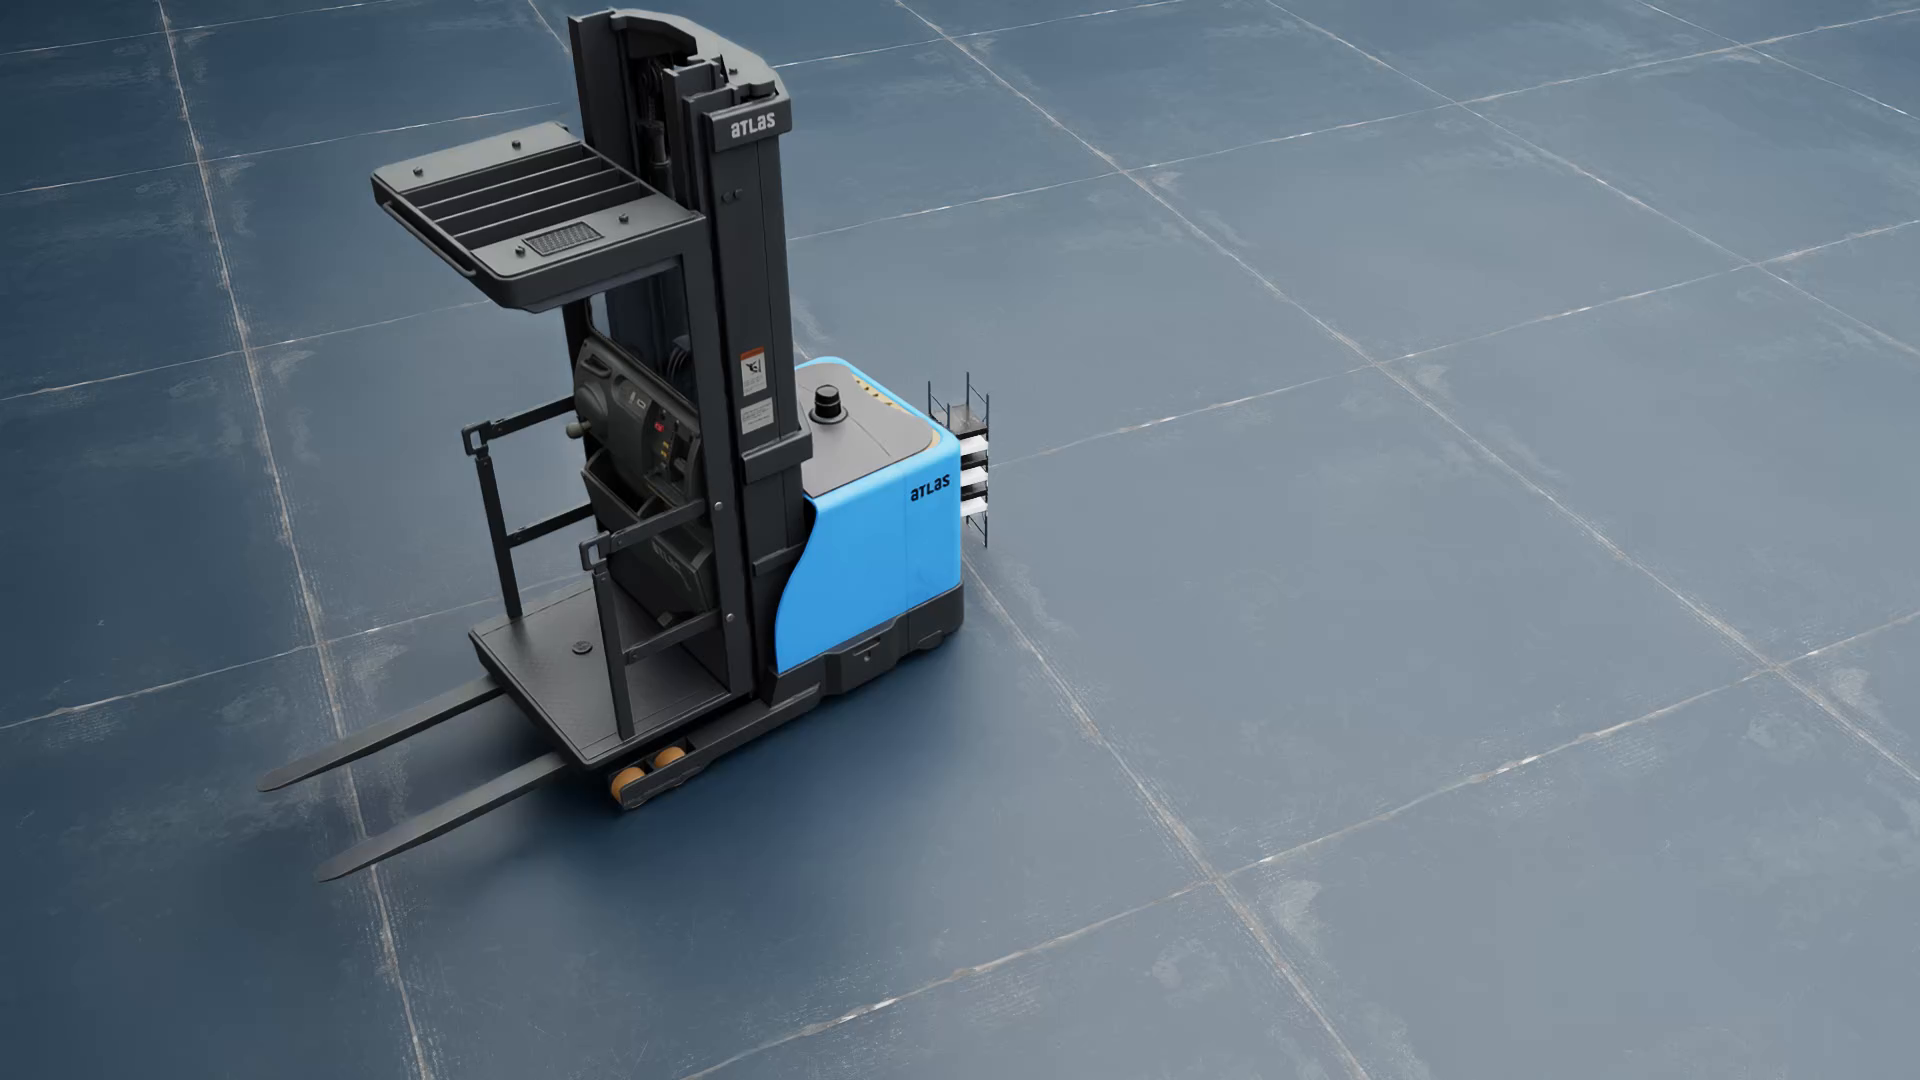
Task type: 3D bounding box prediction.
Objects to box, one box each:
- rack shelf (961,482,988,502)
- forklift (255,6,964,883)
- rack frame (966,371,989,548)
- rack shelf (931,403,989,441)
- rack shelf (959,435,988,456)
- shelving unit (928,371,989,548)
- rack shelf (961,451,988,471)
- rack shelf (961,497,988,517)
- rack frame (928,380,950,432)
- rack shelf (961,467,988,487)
[{"bbox_3d":[-0.007,-0.260,8.196,0.200,0.077,0.258,-16,39,-20],"label":"rack shelf"},{"bbox_3d":[-1.448,-0.424,6.504,3.031,2.935,1.130,-25,44,-30],"label":"forklift"},{"bbox_3d":[0.085,-0.385,8.157,0.006,0.900,0.240,-16,39,-20],"label":"rack frame"},{"bbox_3d":[-0.007,-0.549,7.981,0.200,0.077,0.258,-16,39,-20],"label":"rack shelf"},{"bbox_3d":[-0.007,-0.477,8.035,0.200,0.077,0.258,-16,39,-20],"label":"rack shelf"},{"bbox_3d":[-0.007,-0.359,8.122,0.210,0.900,0.258,-16,39,-20],"label":"shelving unit"},{"bbox_3d":[-0.007,-0.405,8.088,0.200,0.077,0.258,-16,39,-20],"label":"rack shelf"},{"bbox_3d":[-0.007,-0.188,8.249,0.200,0.077,0.258,-16,39,-20],"label":"rack shelf"},{"bbox_3d":[-0.099,-0.334,8.088,0.006,0.900,0.240,-16,39,-20],"label":"rack frame"},{"bbox_3d":[-0.007,-0.333,8.142,0.200,0.077,0.258,-16,39,-20],"label":"rack shelf"}]
